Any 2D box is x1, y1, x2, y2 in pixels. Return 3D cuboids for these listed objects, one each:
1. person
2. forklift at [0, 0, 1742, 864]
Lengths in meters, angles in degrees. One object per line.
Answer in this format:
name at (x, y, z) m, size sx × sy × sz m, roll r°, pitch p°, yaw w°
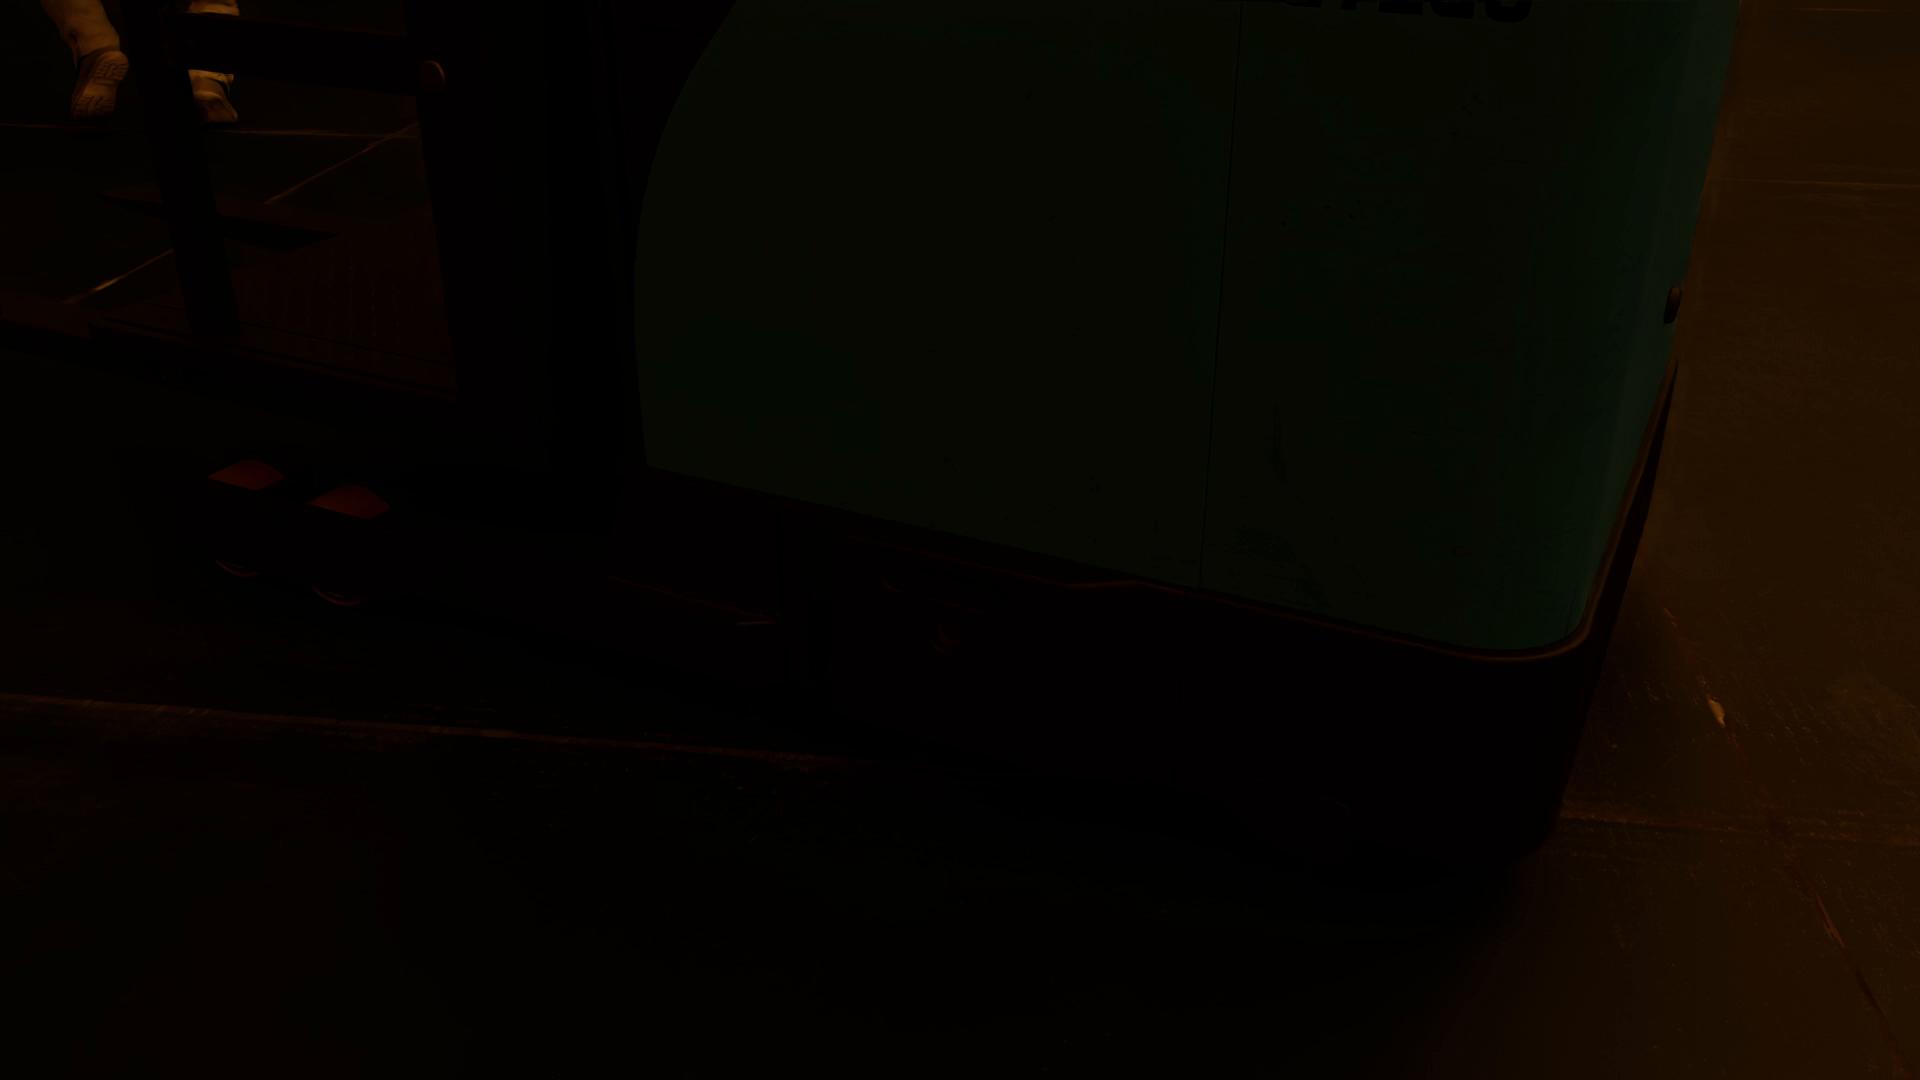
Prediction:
person at (-2.584, -1.915, 4.654) m, size 1.026 × 1.569 × 0.782 m, roll -17°, pitch 31°, yaw -31°
forklift at (-0.550, -1.415, 2.053) m, size 3.031 × 2.935 × 1.130 m, roll 13°, pitch 29°, yaw 24°
